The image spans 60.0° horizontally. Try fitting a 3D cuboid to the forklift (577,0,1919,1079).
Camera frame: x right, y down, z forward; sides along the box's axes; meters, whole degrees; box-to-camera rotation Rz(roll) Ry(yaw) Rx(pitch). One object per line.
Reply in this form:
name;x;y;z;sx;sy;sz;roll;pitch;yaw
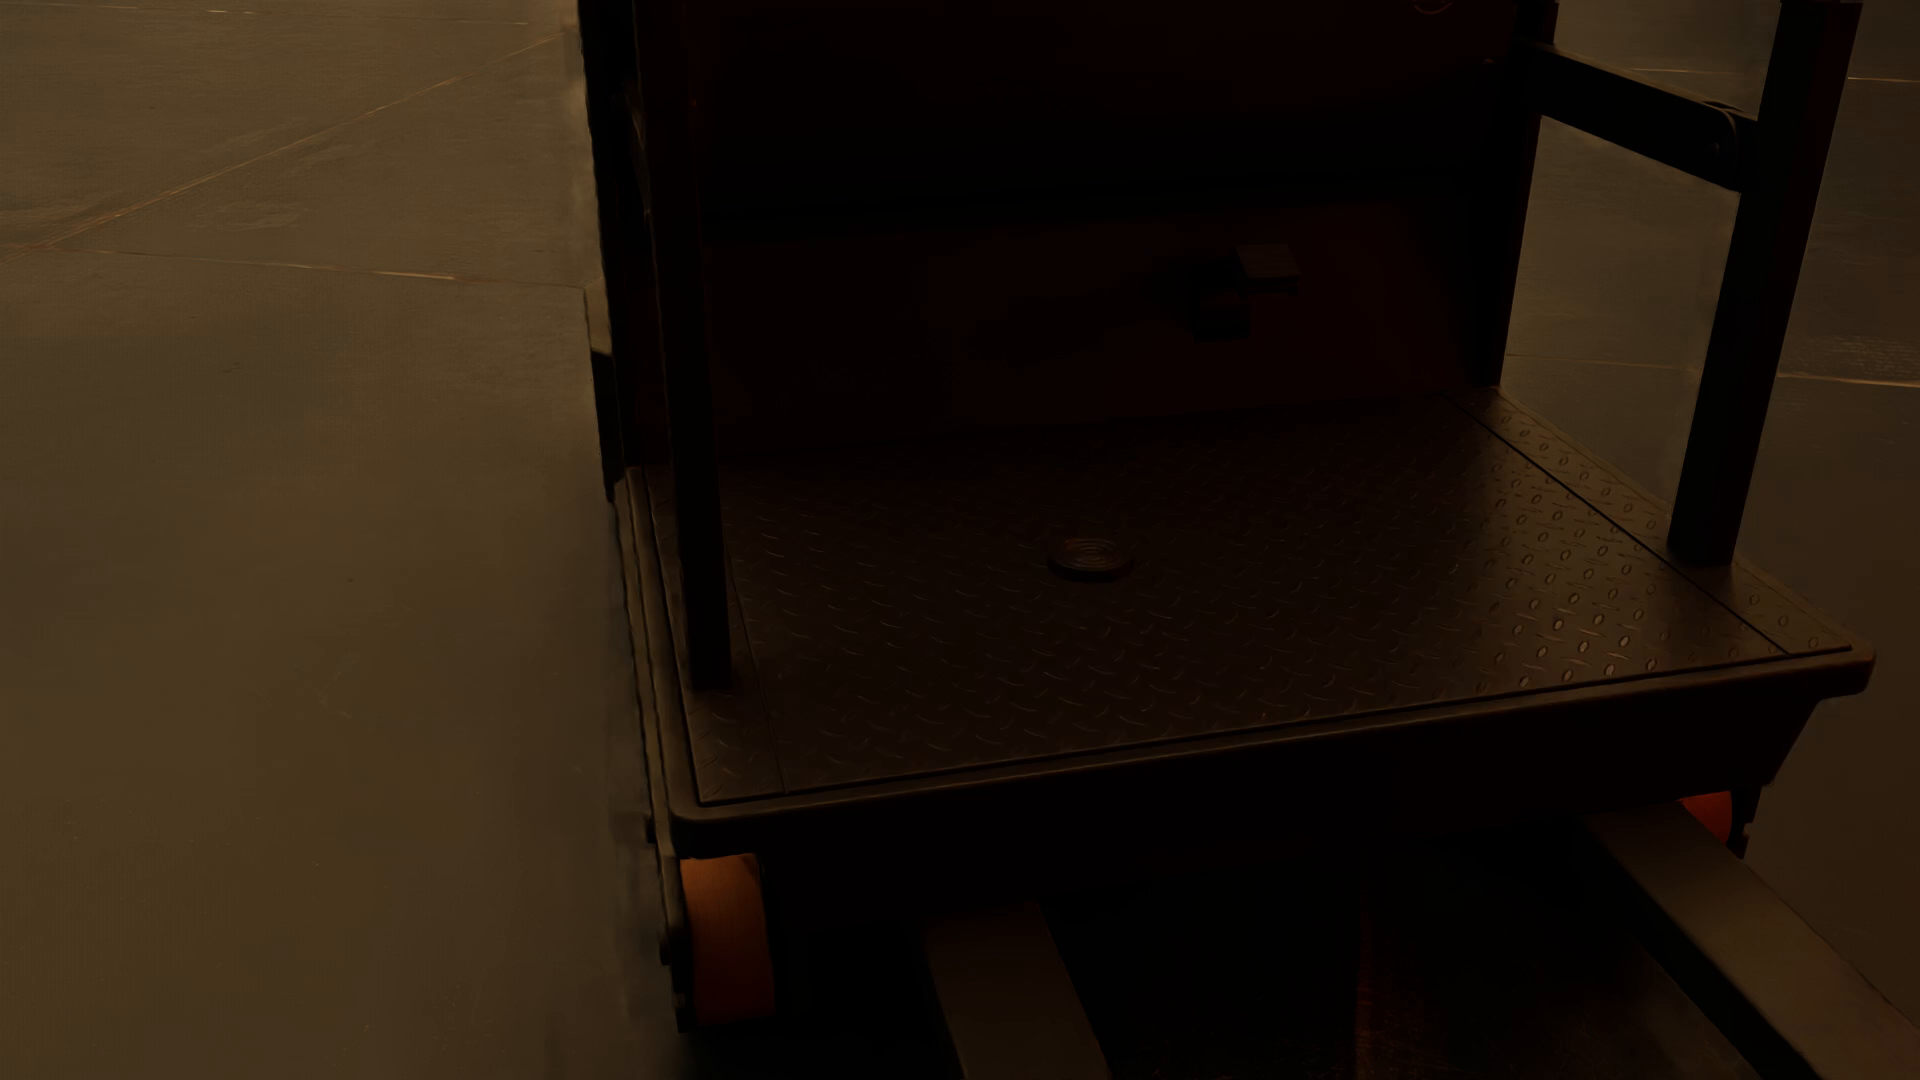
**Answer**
forklift;0.198;-1.036;1.300;1.130;2.935;3.031;-6;27;-12
